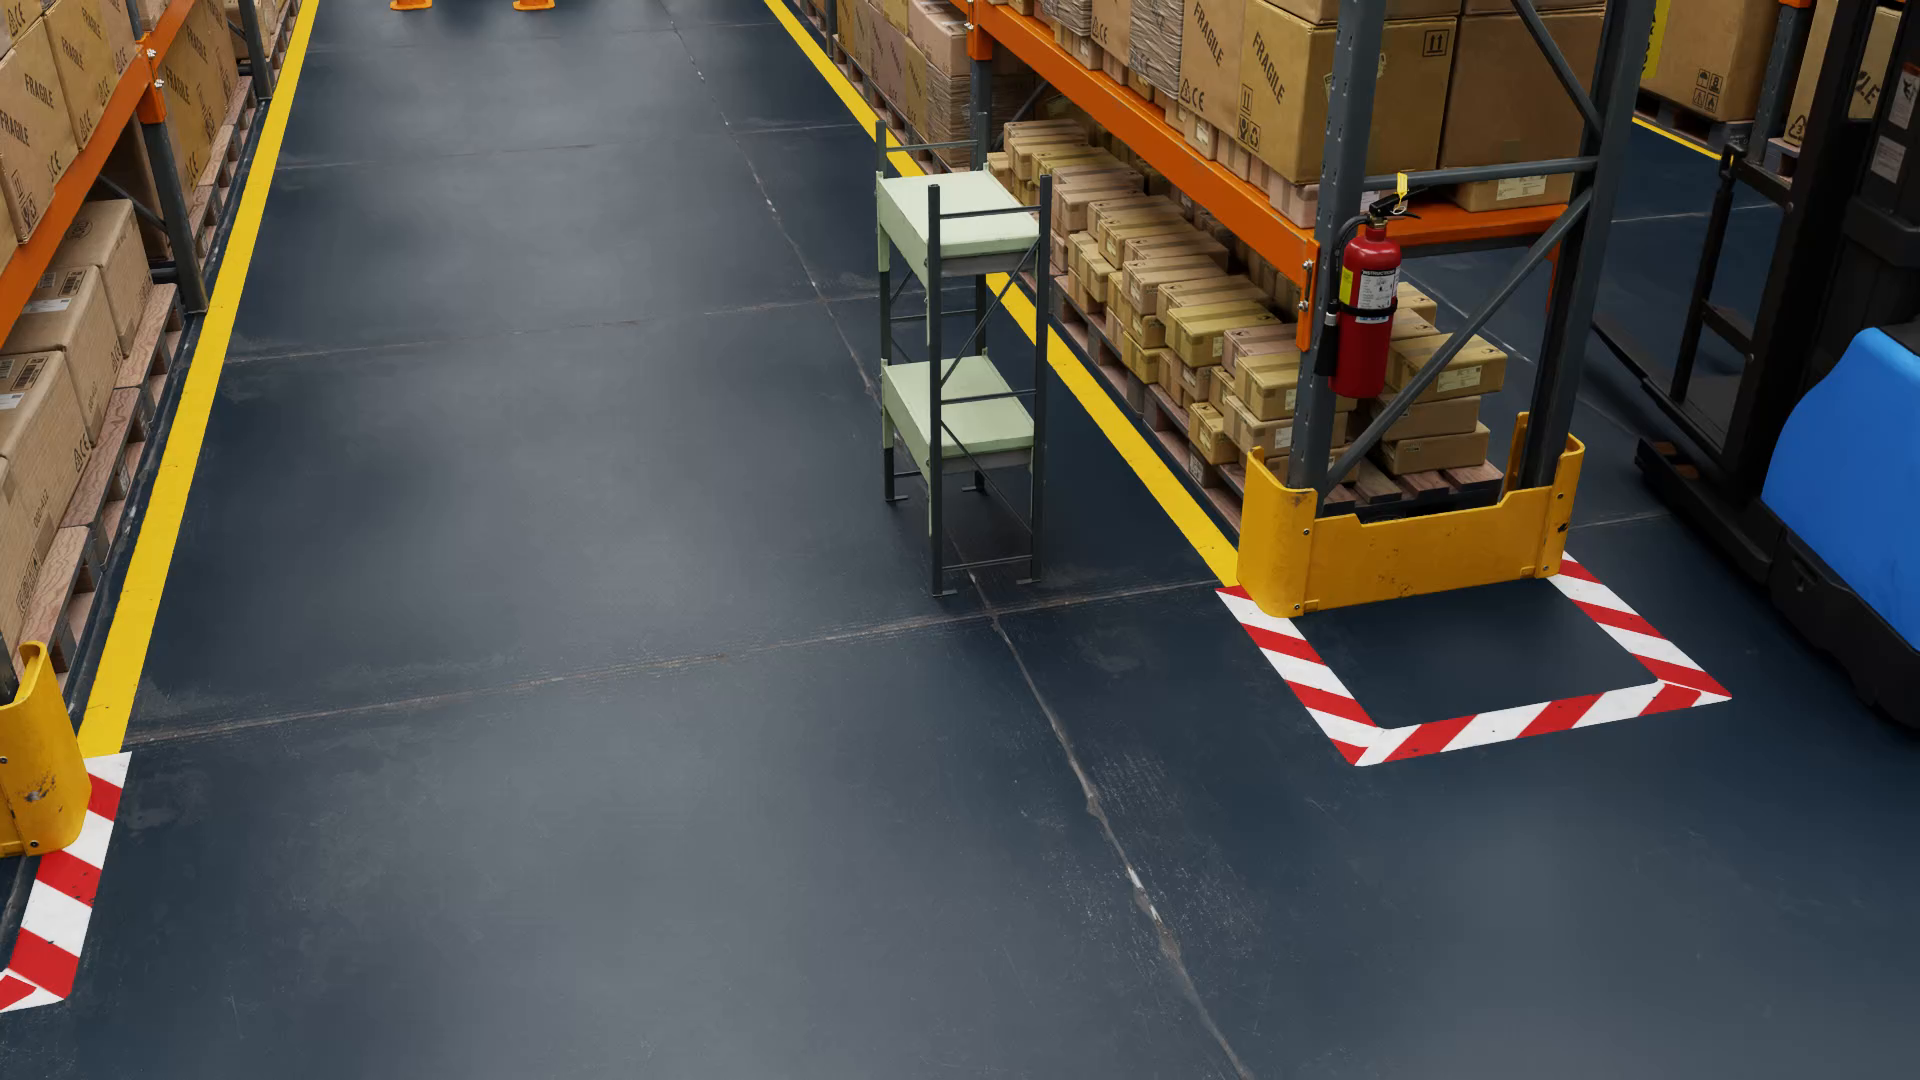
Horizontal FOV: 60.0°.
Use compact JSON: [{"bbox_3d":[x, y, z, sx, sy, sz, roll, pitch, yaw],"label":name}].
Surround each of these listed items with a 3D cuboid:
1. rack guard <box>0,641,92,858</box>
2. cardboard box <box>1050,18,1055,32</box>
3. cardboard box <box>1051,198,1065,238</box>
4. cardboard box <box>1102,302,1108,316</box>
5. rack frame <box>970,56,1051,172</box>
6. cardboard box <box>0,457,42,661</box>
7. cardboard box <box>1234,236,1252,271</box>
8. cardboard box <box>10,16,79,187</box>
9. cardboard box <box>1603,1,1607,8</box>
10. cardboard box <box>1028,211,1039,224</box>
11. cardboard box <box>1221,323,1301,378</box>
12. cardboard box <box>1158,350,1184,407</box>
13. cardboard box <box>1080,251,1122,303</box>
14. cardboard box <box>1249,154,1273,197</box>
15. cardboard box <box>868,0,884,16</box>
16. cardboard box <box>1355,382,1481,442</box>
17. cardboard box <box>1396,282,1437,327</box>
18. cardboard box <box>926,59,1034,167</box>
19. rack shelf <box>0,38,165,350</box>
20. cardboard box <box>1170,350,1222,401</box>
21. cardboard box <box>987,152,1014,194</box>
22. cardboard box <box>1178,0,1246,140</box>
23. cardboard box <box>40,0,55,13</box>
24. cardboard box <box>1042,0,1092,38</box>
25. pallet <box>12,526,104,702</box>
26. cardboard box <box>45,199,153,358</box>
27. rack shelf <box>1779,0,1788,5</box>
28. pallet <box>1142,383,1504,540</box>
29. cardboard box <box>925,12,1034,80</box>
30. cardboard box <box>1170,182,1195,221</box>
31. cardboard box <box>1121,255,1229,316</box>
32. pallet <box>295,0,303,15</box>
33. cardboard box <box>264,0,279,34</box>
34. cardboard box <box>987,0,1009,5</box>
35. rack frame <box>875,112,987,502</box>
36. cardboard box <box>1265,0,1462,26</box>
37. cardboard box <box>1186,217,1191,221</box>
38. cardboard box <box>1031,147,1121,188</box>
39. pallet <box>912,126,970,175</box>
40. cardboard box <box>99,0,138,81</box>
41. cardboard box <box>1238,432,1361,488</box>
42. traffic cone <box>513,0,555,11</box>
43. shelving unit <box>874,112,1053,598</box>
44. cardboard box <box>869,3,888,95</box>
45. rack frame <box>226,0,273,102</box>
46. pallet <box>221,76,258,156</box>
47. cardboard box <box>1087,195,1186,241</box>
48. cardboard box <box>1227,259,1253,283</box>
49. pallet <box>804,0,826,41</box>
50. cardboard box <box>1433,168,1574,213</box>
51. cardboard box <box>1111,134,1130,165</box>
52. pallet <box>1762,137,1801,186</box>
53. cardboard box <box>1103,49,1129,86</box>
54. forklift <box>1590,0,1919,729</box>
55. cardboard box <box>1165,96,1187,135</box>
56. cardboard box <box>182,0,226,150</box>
[{"bbox_3d":[-3.126,0.658,4.615,1.175,0.500,0.348,-8,31,-13],"label":"rack guard"},{"bbox_3d":[0.639,-2.417,7.682,0.380,0.149,0.250,-9,31,-15],"label":"cardboard box"},{"bbox_3d":[0.661,-1.580,8.115,0.380,0.149,0.250,-9,31,-16],"label":"cardboard box"},{"bbox_3d":[0.865,-1.066,7.524,0.380,0.149,0.250,-7,31,-12],"label":"cardboard box"},{"bbox_3d":[0.551,-3.075,8.568,1.000,3.000,0.127,-8,31,-13],"label":"rack frame"},{"bbox_3d":[-3.404,0.186,5.073,0.875,0.438,0.875,-9,31,-15],"label":"cardboard box"},{"bbox_3d":[1.433,-1.279,7.299,0.380,0.149,0.250,-7,31,-13],"label":"cardboard box"},{"bbox_3d":[-3.411,-1.477,5.708,0.500,0.500,0.500,-7,31,-12],"label":"cardboard box"},{"bbox_3d":[4.933,-3.685,11.325,1.225,0.875,0.875,-9,31,-15],"label":"cardboard box"},{"bbox_3d":[0.525,-1.562,8.382,0.380,0.149,0.250,-8,31,-14],"label":"cardboard box"},{"bbox_3d":[1.217,-0.699,6.296,0.380,0.149,0.250,-7,31,-12],"label":"cardboard box"},{"bbox_3d":[1.041,-0.685,6.865,0.380,0.149,0.250,-8,31,-13],"label":"cardboard box"},{"bbox_3d":[0.758,-1.191,7.443,0.380,0.149,0.250,-8,31,-13],"label":"cardboard box"},{"bbox_3d":[1.224,-1.279,5.716,0.380,0.149,0.250,-8,31,-13],"label":"cardboard box"},{"bbox_3d":[-0.307,-3.580,10.769,0.500,0.250,0.500,-8,31,-13],"label":"cardboard box"},{"bbox_3d":[1.721,-0.507,6.261,0.380,0.149,0.250,-7,31,-11],"label":"cardboard box"},{"bbox_3d":[1.669,-0.902,6.647,0.380,0.149,0.250,-8,31,-13],"label":"cardboard box"},{"bbox_3d":[0.112,-2.499,9.648,0.500,0.500,0.500,-8,31,-14],"label":"cardboard box"},{"bbox_3d":[-3.664,-1.090,5.858,1.077,0.370,4.000,-8,31,-13],"label":"rack shelf"},{"bbox_3d":[1.058,-0.687,6.573,0.380,0.149,0.250,-9,31,-15],"label":"cardboard box"},{"bbox_3d":[0.339,-1.934,8.726,0.380,0.149,0.250,-6,31,-11],"label":"cardboard box"},{"bbox_3d":[1.114,-1.747,5.877,0.500,0.500,0.500,-8,31,-14],"label":"cardboard box"},{"bbox_3d":[-3.532,-2.162,5.893,0.500,0.500,0.500,-7,31,-13],"label":"cardboard box"},{"bbox_3d":[0.677,-2.488,7.157,0.500,0.500,0.500,-9,31,-14],"label":"cardboard box"},{"bbox_3d":[-3.421,0.395,5.356,1.003,0.211,1.213,-8,31,-13],"label":"pallet"},{"bbox_3d":[-4.131,-1.123,7.334,0.875,0.438,0.875,-8,31,-14],"label":"cardboard box"},{"bbox_3d":[4.829,-4.340,11.472,1.077,0.370,4.000,-8,31,-13],"label":"rack shelf"},{"bbox_3d":[1.411,-0.370,6.678,1.003,0.211,1.213,-8,31,-13],"label":"pallet"},{"bbox_3d":[0.110,-2.825,9.464,0.500,0.250,0.500,-9,31,-15],"label":"cardboard box"},{"bbox_3d":[1.230,-1.651,7.941,0.380,0.149,0.250,-9,31,-16],"label":"cardboard box"},{"bbox_3d":[0.893,-1.063,6.925,0.380,0.149,0.250,-7,31,-11],"label":"cardboard box"},{"bbox_3d":[-6.110,-4.649,14.071,1.003,0.211,1.213,-8,31,-13],"label":"pallet"},{"bbox_3d":[-5.600,-3.974,12.325,0.950,0.372,0.625,-8,31,-14],"label":"cardboard box"},{"bbox_3d":[0.311,-2.786,8.319,0.380,0.149,0.250,-7,31,-11],"label":"cardboard box"},{"bbox_3d":[-0.099,-0.829,6.185,0.400,1.500,0.023,-8,31,-13],"label":"rack frame"},{"bbox_3d":[1.252,-1.935,5.205,0.500,0.500,0.500,-8,31,-14],"label":"cardboard box"},{"bbox_3d":[1.172,-1.531,8.030,0.380,0.149,0.250,-7,31,-12],"label":"cardboard box"},{"bbox_3d":[0.573,-1.830,8.249,0.380,0.149,0.250,-8,31,-14],"label":"cardboard box"},{"bbox_3d":[0.343,-2.244,9.916,1.003,0.211,1.213,-8,31,-13],"label":"pallet"},{"bbox_3d":[-3.825,-2.221,6.993,0.500,0.500,0.500,-8,31,-13],"label":"cardboard box"},{"bbox_3d":[1.272,-0.317,6.230,0.380,0.149,0.250,-7,31,-12],"label":"cardboard box"},{"bbox_3d":[-3.598,-4.714,13.932,0.336,0.463,0.334,-8,31,-13],"label":"traffic cone"},{"bbox_3d":[-0.002,-0.652,5.880,0.431,1.500,0.755,-8,31,-13],"label":"shelving unit"},{"bbox_3d":[-0.291,-3.241,10.932,0.500,0.500,0.500,-9,31,-15],"label":"cardboard box"},{"bbox_3d":[-5.256,-4.300,10.684,1.000,3.000,0.127,-8,31,-13],"label":"rack frame"},{"bbox_3d":[-5.120,-2.702,10.707,1.003,0.211,1.213,-8,31,-13],"label":"pallet"},{"bbox_3d":[0.805,-1.452,7.598,0.380,0.149,0.250,-9,31,-15],"label":"cardboard box"},{"bbox_3d":[1.315,-1.132,7.341,0.380,0.149,0.250,-6,31,-11],"label":"cardboard box"},{"bbox_3d":[-0.647,-4.191,13.279,1.003,0.211,1.213,-8,31,-13],"label":"pallet"},{"bbox_3d":[1.843,-1.234,5.639,0.380,0.149,0.250,-8,31,-14],"label":"cardboard box"},{"bbox_3d":[1.003,-2.025,8.587,0.380,0.149,0.250,-7,31,-13],"label":"cardboard box"},{"bbox_3d":[5.486,-2.101,9.669,1.003,0.211,1.213,-8,31,-13],"label":"pallet"},{"bbox_3d":[0.823,-2.033,7.018,0.380,0.149,0.250,-7,31,-11],"label":"cardboard box"},{"bbox_3d":[3.304,-1.391,5.727,1.130,2.935,3.031,-2,30,-4],"label":"forklift"},{"bbox_3d":[1.011,-1.649,6.356,0.380,0.149,0.250,-9,31,-15],"label":"cardboard box"},{"bbox_3d":[-4.920,-2.786,9.770,0.875,0.875,0.875,-7,31,-13],"label":"cardboard box"}]
